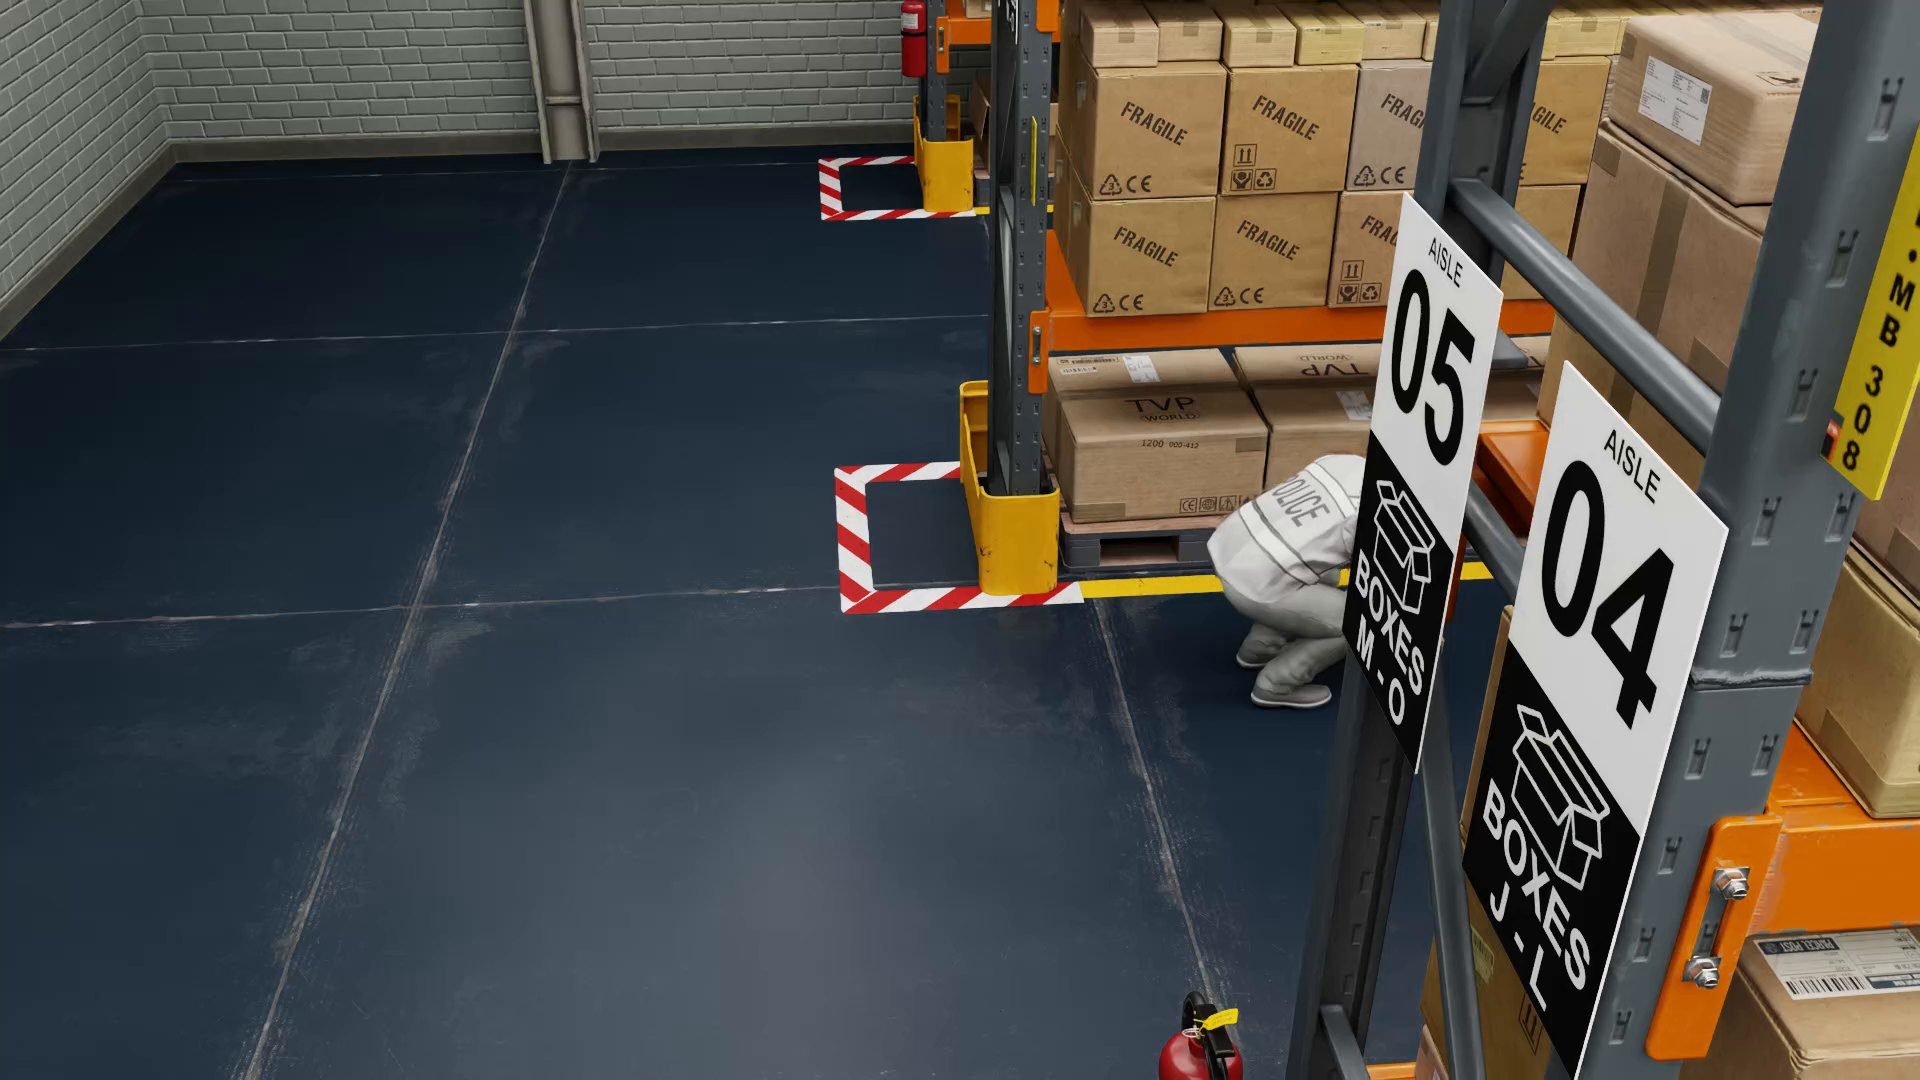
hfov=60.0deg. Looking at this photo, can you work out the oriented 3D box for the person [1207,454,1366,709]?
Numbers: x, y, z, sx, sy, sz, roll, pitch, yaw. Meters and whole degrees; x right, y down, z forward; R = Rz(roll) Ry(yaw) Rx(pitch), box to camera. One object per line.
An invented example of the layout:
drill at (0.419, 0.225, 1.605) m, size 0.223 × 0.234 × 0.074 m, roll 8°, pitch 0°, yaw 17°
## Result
person at (1.448, 0.100, 6.624) m, size 0.933 × 1.075 × 0.571 m, roll -3°, pitch 31°, yaw -5°
